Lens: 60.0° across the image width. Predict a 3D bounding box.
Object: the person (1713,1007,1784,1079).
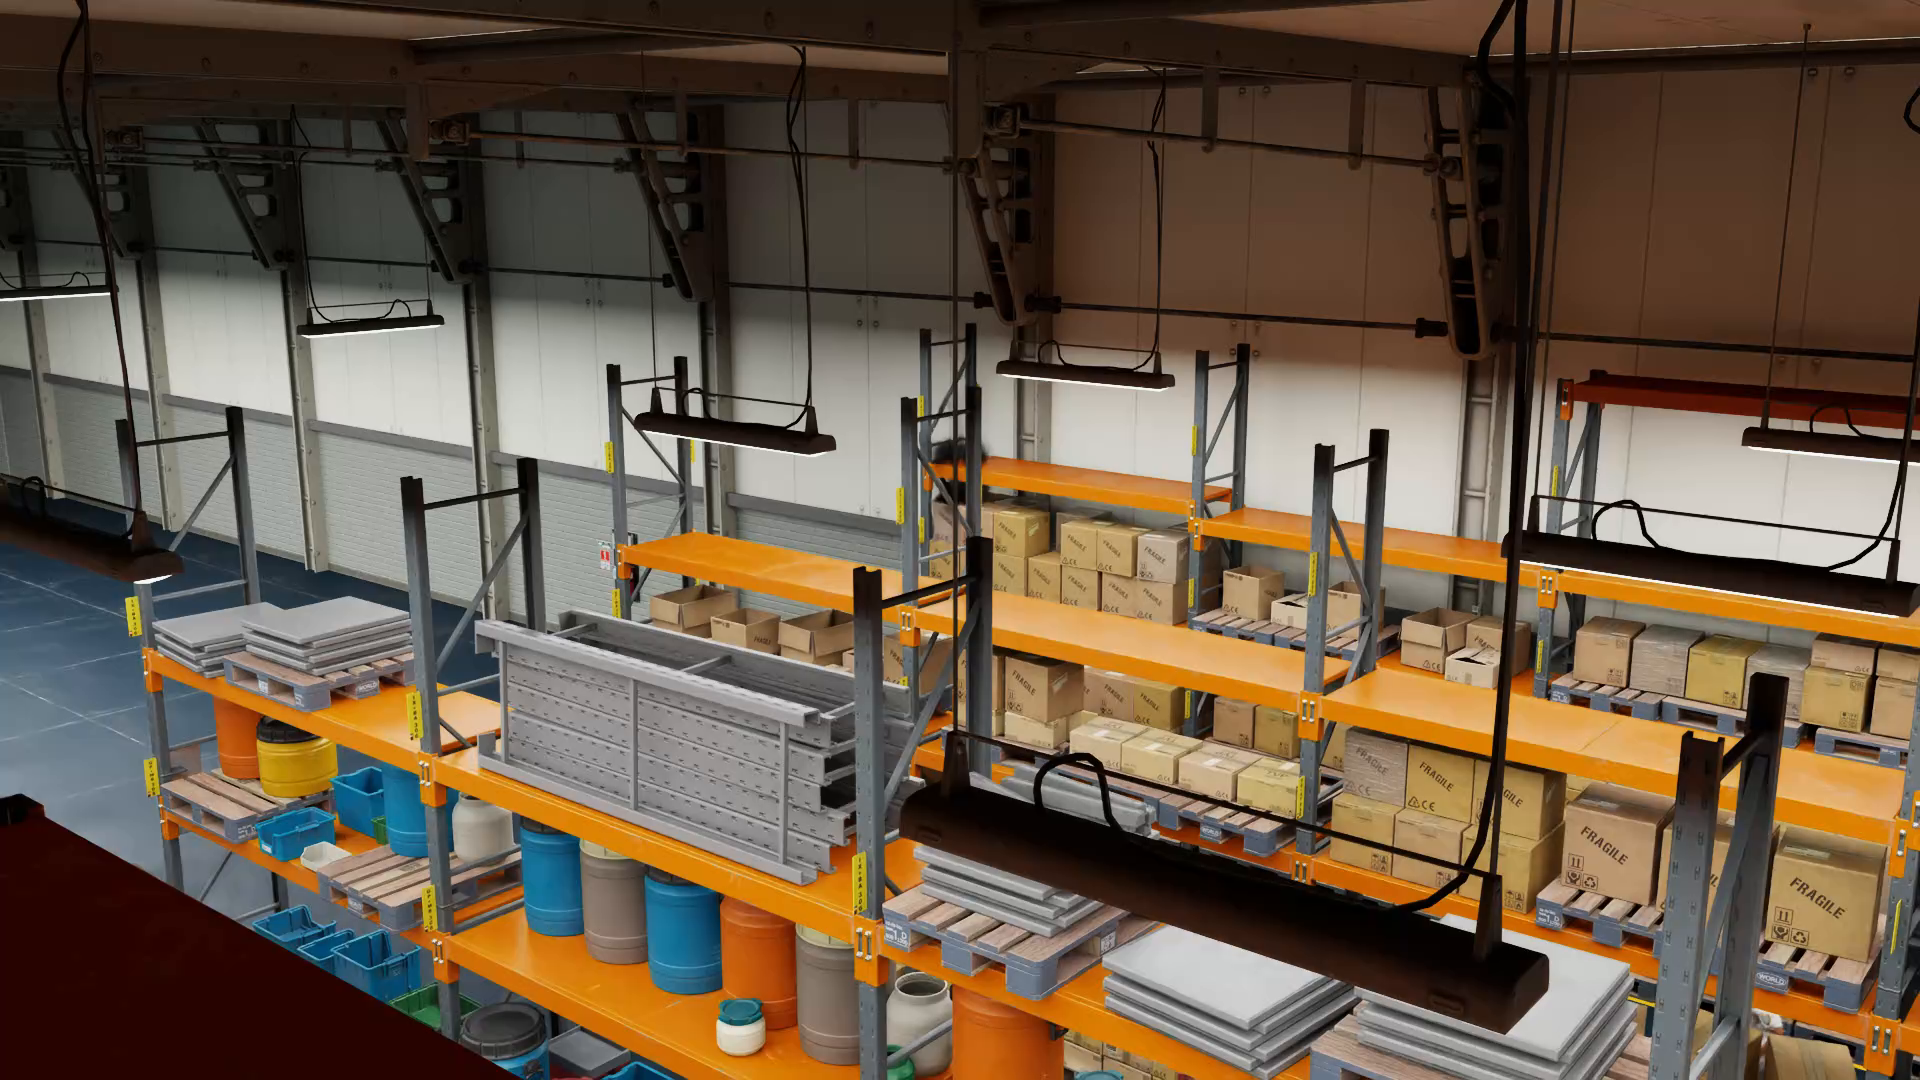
[{"bbox_3d":[6.503,4.232,13.739,0.643,1.648,0.579,8,15,33],"label":"person"}]
